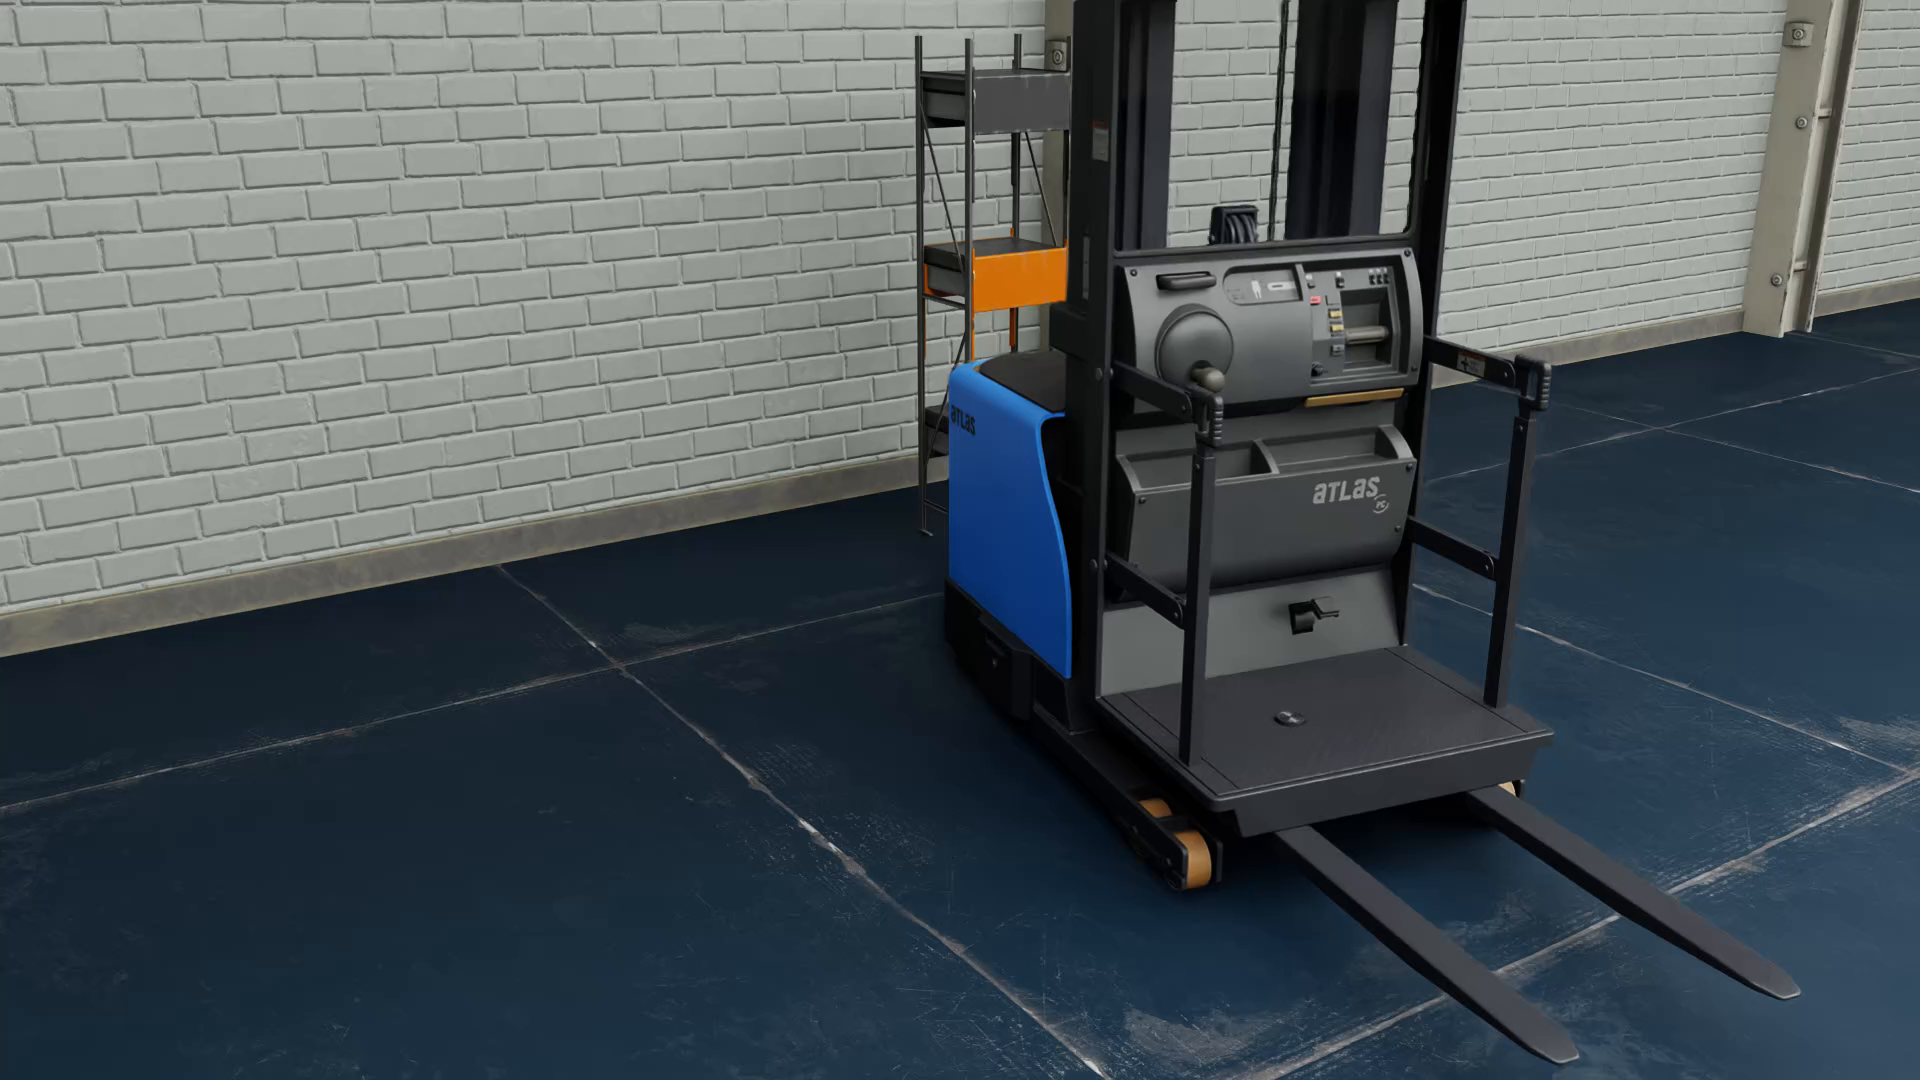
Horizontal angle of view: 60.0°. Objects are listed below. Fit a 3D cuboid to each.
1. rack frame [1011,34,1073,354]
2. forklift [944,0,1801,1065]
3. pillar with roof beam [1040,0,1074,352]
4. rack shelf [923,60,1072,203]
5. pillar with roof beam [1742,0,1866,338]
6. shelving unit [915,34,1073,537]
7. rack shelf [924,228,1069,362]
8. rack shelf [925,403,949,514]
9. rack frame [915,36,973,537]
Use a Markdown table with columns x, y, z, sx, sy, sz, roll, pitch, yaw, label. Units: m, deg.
| x | y | z | sx | sy | sz | roll | pitch | yaw | label |
| --- | --- | --- | --- | --- | --- | --- | --- | --- | --- |
| 0.342 | -1.067 | 7.122 | 0.015 | 2.100 | 0.400 | -12 | 22 | -31 | rack frame |
| 0.964 | -0.599 | 4.440 | 1.130 | 2.935 | 3.031 | -7 | 20 | -21 | forklift |
| 3.010 | -3.507 | 3.569 | 0.400 | 9.000 | 9.100 | -12 | 22 | -31 | pillar with roof beam |
| 0.138 | -1.674 | 6.775 | 0.480 | 0.518 | 0.431 | -12 | 22 | -31 | rack shelf |
| 8.021 | -4.564 | 6.695 | 0.400 | 9.000 | 9.100 | -12 | 22 | -31 | pillar with roof beam |
| 0.138 | -1.024 | 6.995 | 0.503 | 2.100 | 0.431 | -12 | 22 | -31 | shelving unit |
| 0.138 | -1.011 | 6.999 | 0.480 | 0.518 | 0.431 | -12 | 22 | -31 | rack shelf |
| 0.138 | -0.348 | 7.223 | 0.480 | 0.518 | 0.431 | -12 | 22 | -31 | rack shelf |
| -0.066 | -0.981 | 6.868 | 0.015 | 2.100 | 0.400 | -12 | 22 | -31 | rack frame |
